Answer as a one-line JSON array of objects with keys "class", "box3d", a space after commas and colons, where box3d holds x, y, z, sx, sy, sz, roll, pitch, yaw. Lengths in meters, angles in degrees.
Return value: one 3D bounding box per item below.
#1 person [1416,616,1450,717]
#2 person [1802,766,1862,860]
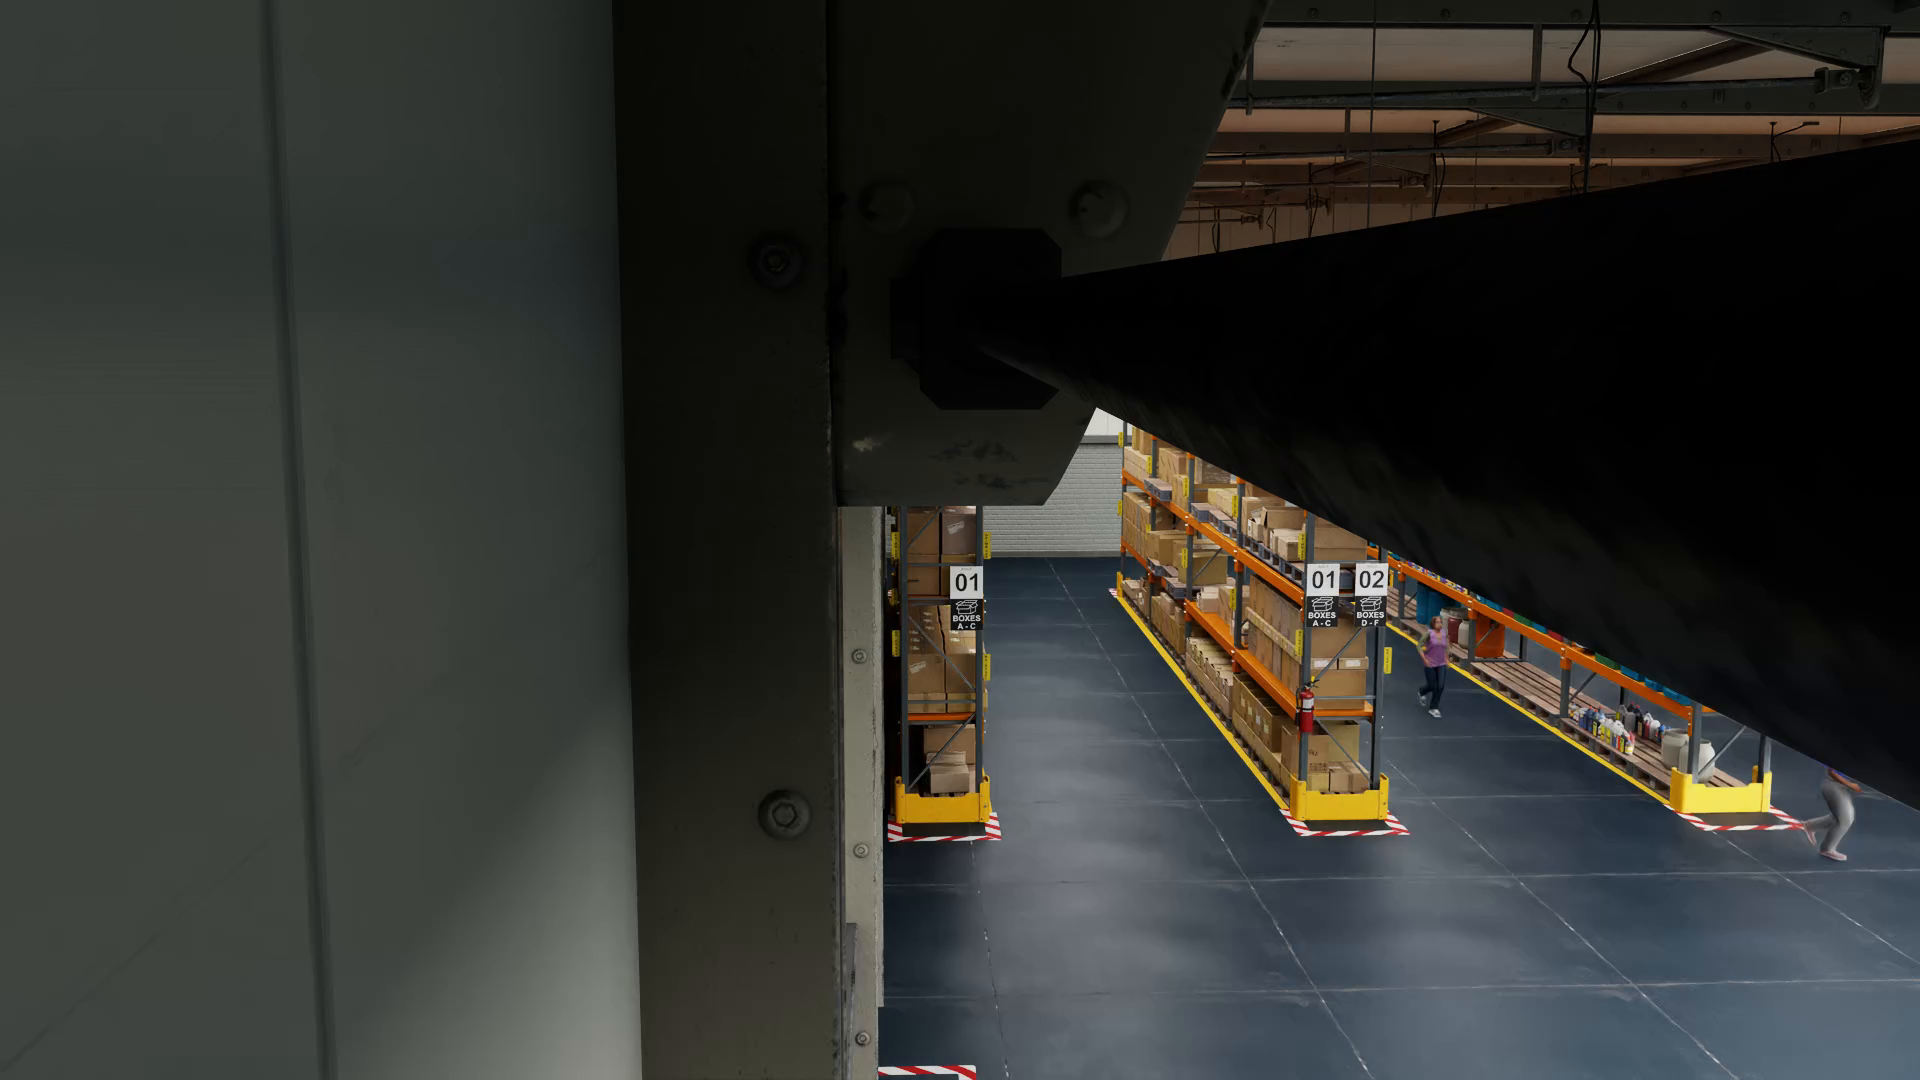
[{"class": "person", "box3d": [7.363, 1.940, 25.893, 0.547, 1.569, 0.583, -1, 8, -9]}, {"class": "person", "box3d": [10.055, 2.865, 19.151, 0.592, 1.613, 0.602, 5, 9, 30]}]
